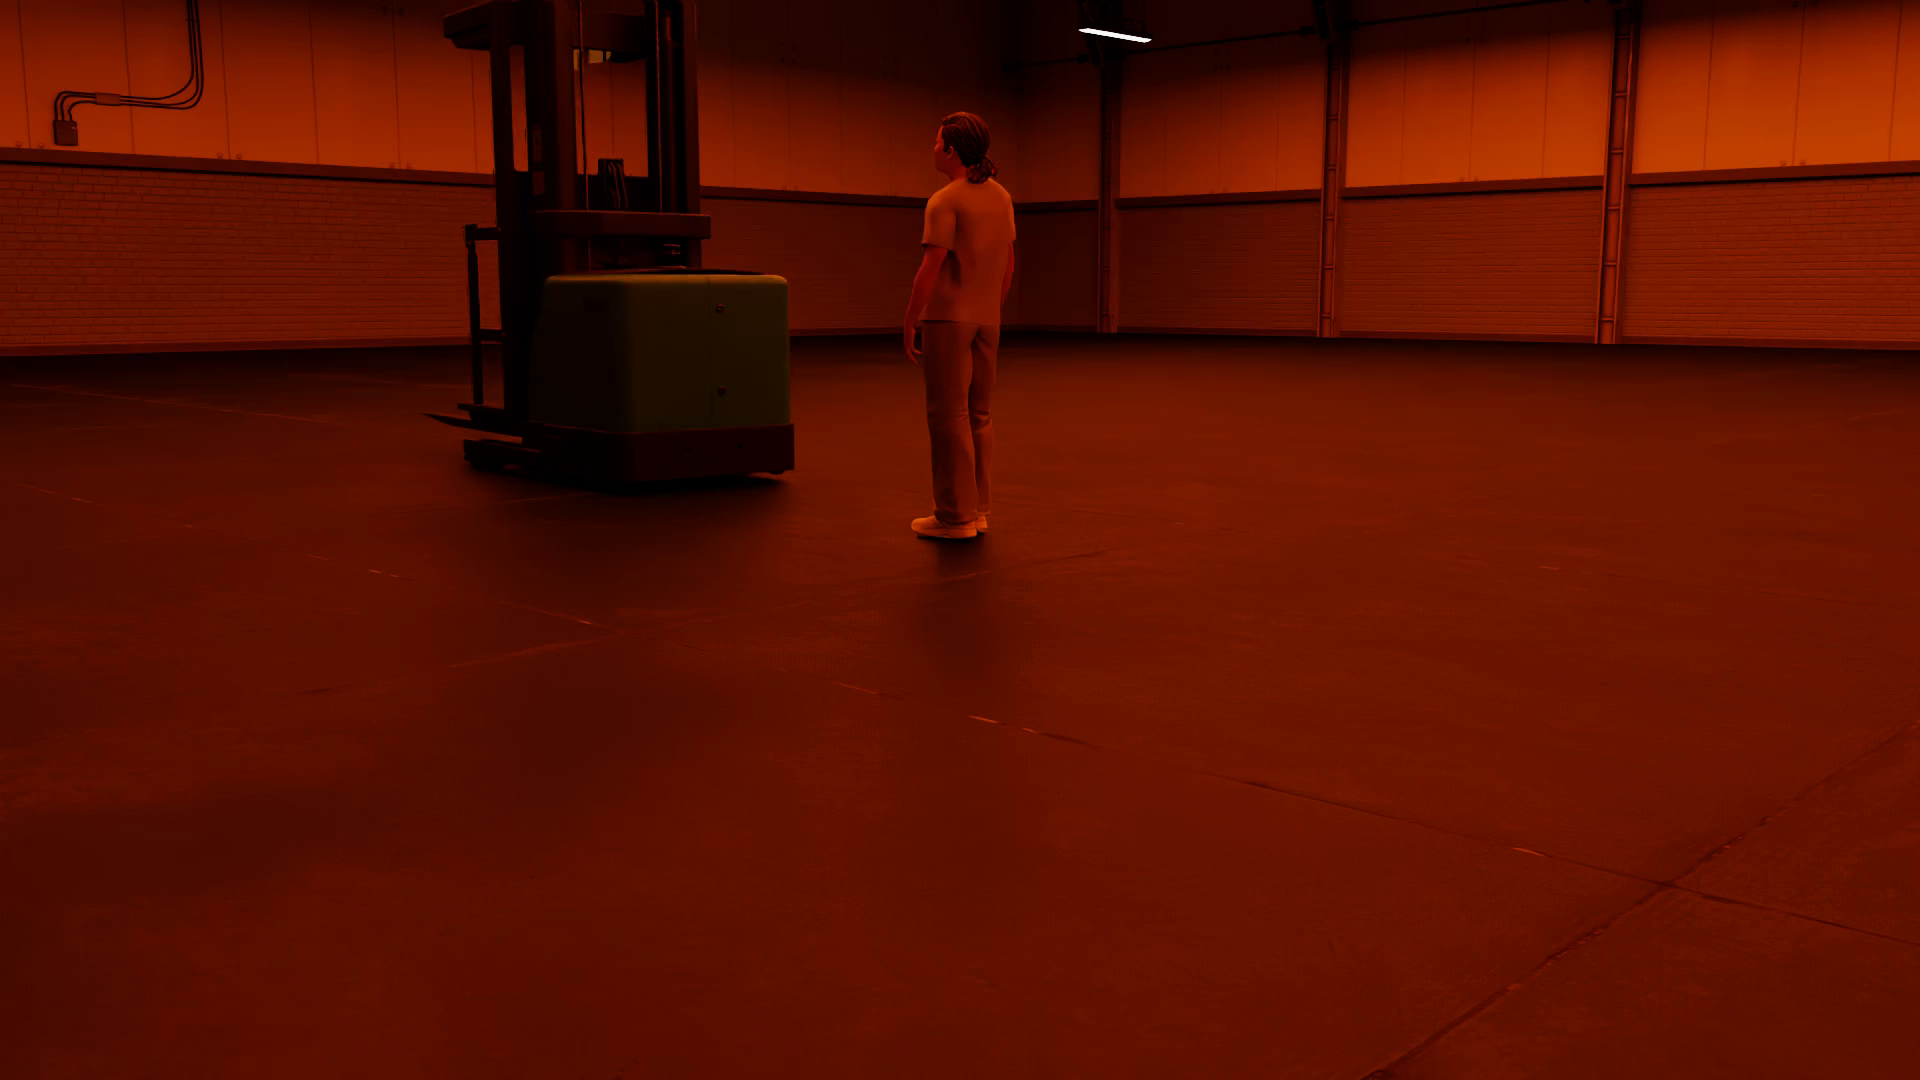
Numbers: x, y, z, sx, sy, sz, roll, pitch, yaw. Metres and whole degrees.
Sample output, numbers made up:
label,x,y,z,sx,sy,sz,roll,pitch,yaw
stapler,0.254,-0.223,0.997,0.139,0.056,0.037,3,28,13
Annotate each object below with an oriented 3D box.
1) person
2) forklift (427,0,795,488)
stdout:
label,x,y,z,sx,sy,sz,roll,pitch,yaw
person,-0.044,-0.845,6.652,0.548,1.673,0.549,8,12,43
forklift,-2.171,-1.877,9.342,1.130,2.935,3.031,-7,11,-38
